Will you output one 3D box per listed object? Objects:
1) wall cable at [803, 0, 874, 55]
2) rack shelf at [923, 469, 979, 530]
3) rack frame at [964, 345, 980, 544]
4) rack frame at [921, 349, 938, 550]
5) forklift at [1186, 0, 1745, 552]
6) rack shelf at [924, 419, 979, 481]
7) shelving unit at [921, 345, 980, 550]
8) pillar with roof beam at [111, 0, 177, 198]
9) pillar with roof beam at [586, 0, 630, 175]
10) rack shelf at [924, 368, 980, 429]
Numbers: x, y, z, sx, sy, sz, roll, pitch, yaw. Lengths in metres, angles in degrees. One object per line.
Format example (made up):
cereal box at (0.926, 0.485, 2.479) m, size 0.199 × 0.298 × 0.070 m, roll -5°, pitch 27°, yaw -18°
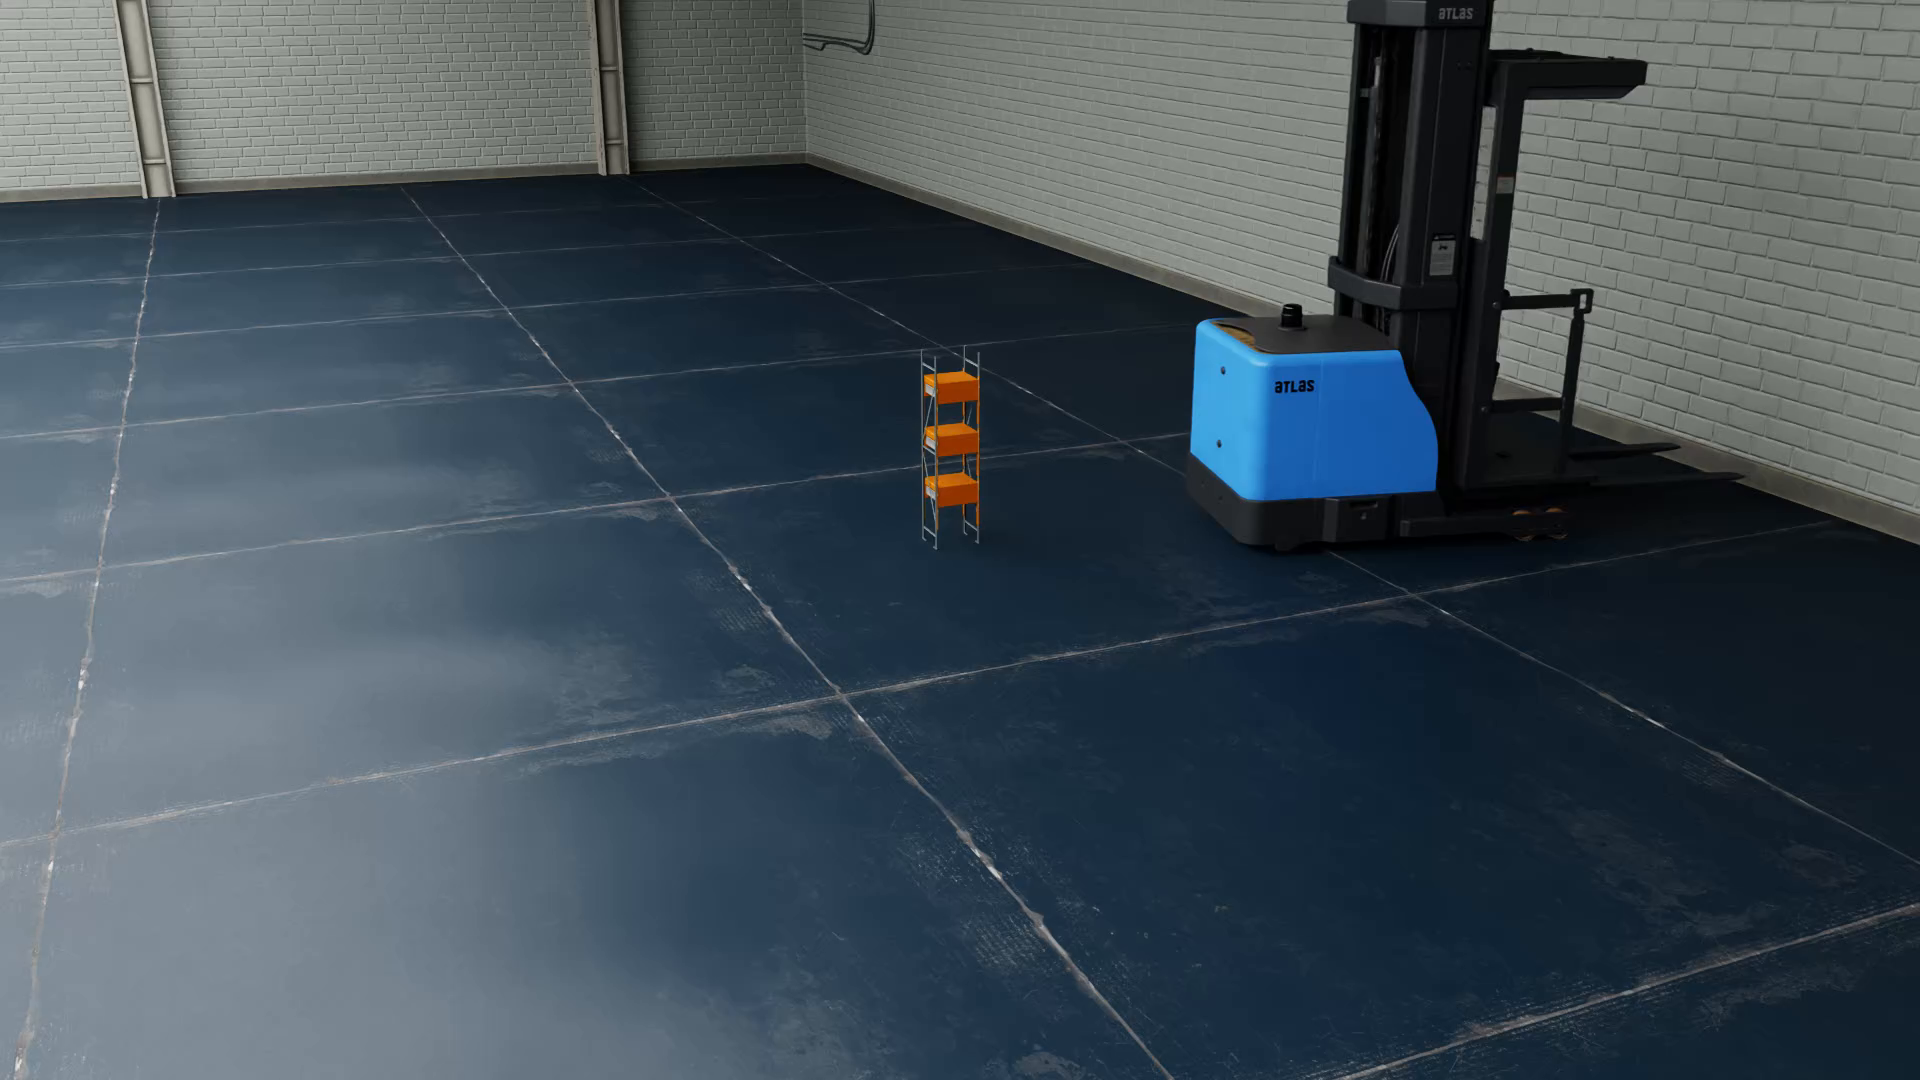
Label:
wall cable at (-1.784, -8.078, 23.091) m, size 0.112 × 2.526 × 3.097 m, roll -8°, pitch 21°, yaw -22°
rack shelf at (-0.049, -0.216, 8.924) m, size 0.240 × 0.259 × 0.215 m, roll -8°, pitch 21°, yaw -22°
rack frame at (0.063, -0.504, 8.873) m, size 0.008 × 1.050 × 0.200 m, roll -8°, pitch 21°, yaw -22°
rack frame at (-0.161, -0.472, 8.782) m, size 0.008 × 1.050 × 0.200 m, roll -8°, pitch 21°, yaw -22°
forklift at (2.873, -1.544, 8.995) m, size 3.031 × 2.935 × 1.130 m, roll -4°, pitch 20°, yaw -10°
rack shelf at (-0.049, -0.478, 8.831) m, size 0.240 × 0.259 × 0.215 m, roll -8°, pitch 21°, yaw -22°
shelving unit at (-0.049, -0.488, 8.828) m, size 0.252 × 1.050 × 0.215 m, roll -8°, pitch 21°, yaw -22°
pillar with roof beam at (-8.817, -7.456, 16.650) m, size 0.400 × 9.000 × 9.100 m, roll -8°, pitch 21°, yaw -22°
pillar with roof beam at (-3.308, -8.246, 18.891) m, size 0.400 × 9.000 × 9.100 m, roll -8°, pitch 21°, yaw -22°
rack shelf at (-0.049, -0.746, 8.737) m, size 0.240 × 0.259 × 0.215 m, roll -8°, pitch 21°, yaw -22°
